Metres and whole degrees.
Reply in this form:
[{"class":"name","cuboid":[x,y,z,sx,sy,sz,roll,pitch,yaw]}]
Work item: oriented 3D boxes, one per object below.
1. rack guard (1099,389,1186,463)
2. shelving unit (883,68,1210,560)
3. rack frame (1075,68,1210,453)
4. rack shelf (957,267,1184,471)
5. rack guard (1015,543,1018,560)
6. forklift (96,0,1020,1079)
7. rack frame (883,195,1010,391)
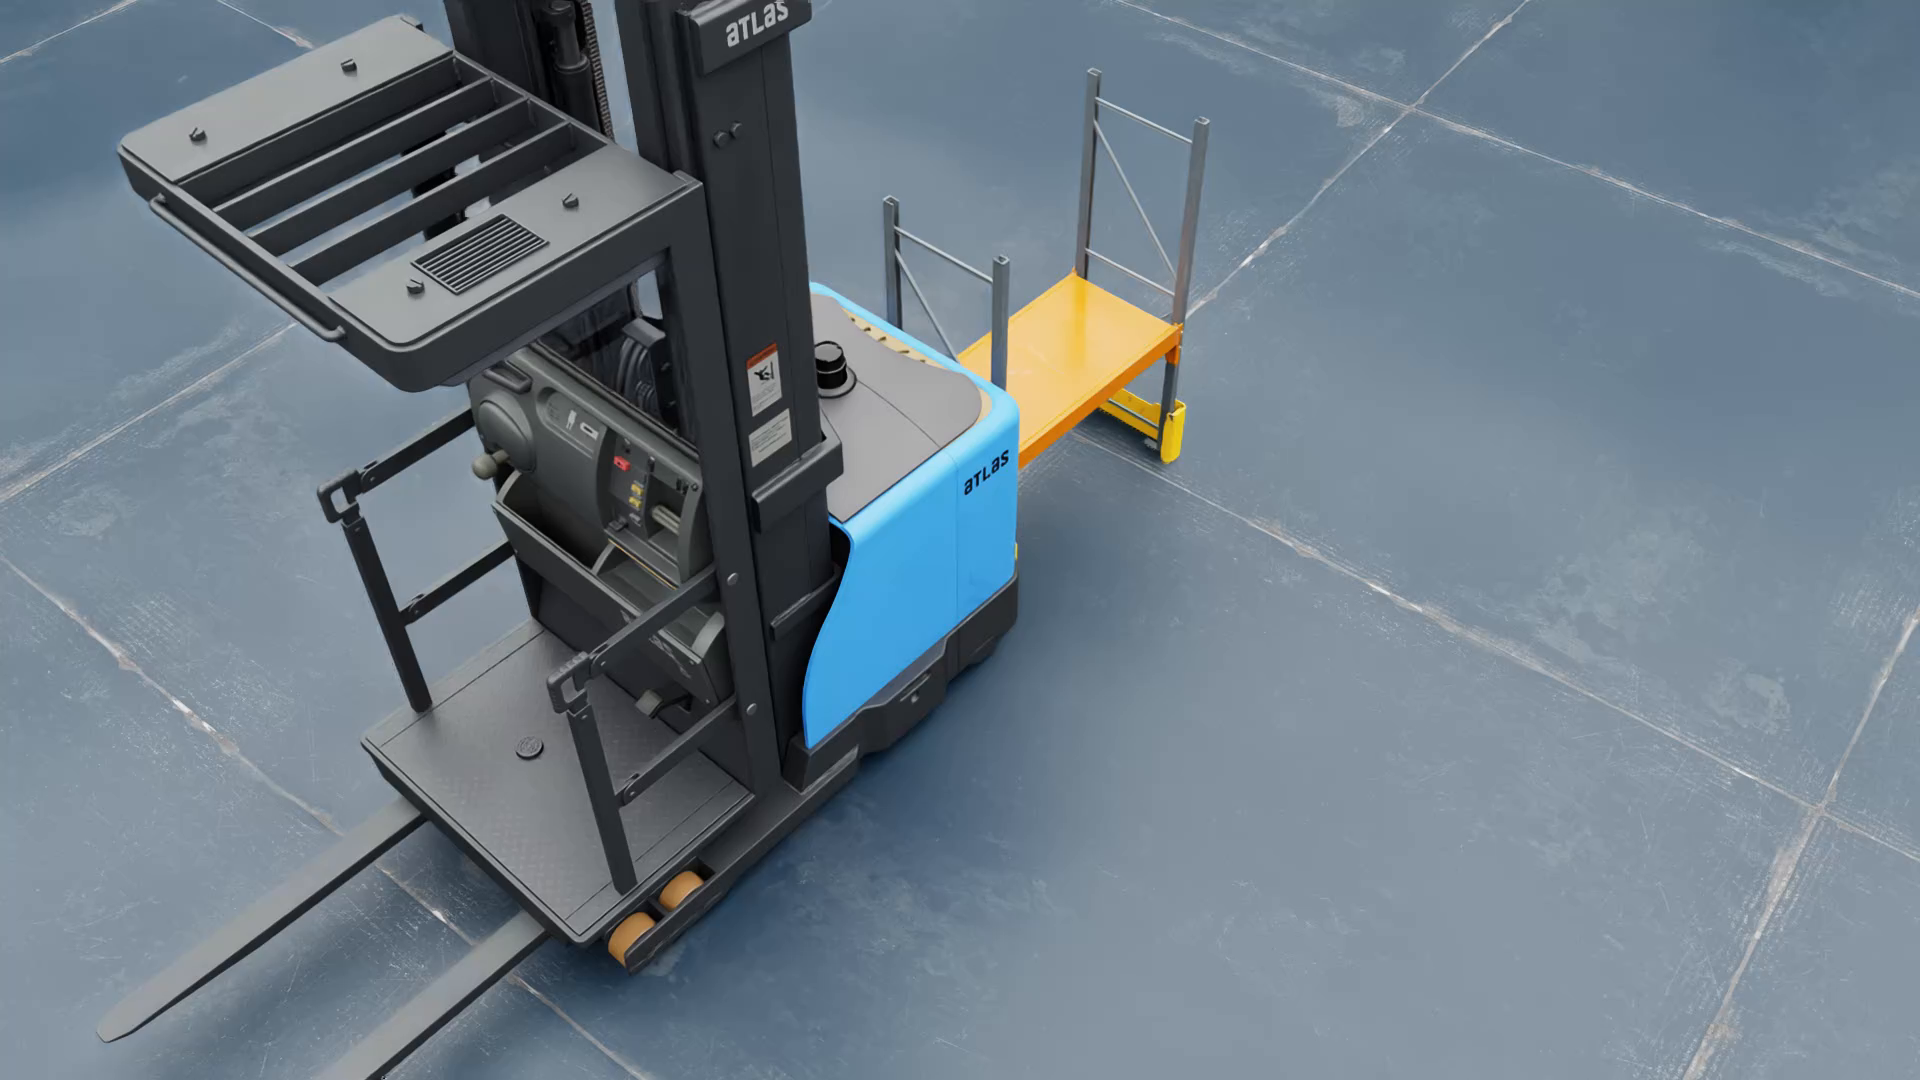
[{"class":"rack guard","cuboid":[0.631,-0.549,6.601,0.587,0.250,0.087,33,55,27]},{"class":"shelving unit","cuboid":[0.299,-0.712,5.893,0.587,1.500,1.083,33,55,27]},{"class":"rack frame","cuboid":[0.632,-0.981,6.150,0.500,1.500,0.032,33,55,27]},{"class":"rack shelf","cuboid":[0.293,-0.583,6.018,0.538,0.185,1.000,33,55,27]},{"class":"rack guard","cuboid":[-0.033,-0.012,6.089,0.587,0.250,0.087,33,55,27]},{"class":"forklift","cuboid":[-1.154,-0.145,4.362,1.130,2.935,3.031,33,55,27]},{"class":"rack frame","cuboid":[-0.046,-0.433,5.627,0.500,1.500,0.032,33,55,27]}]
